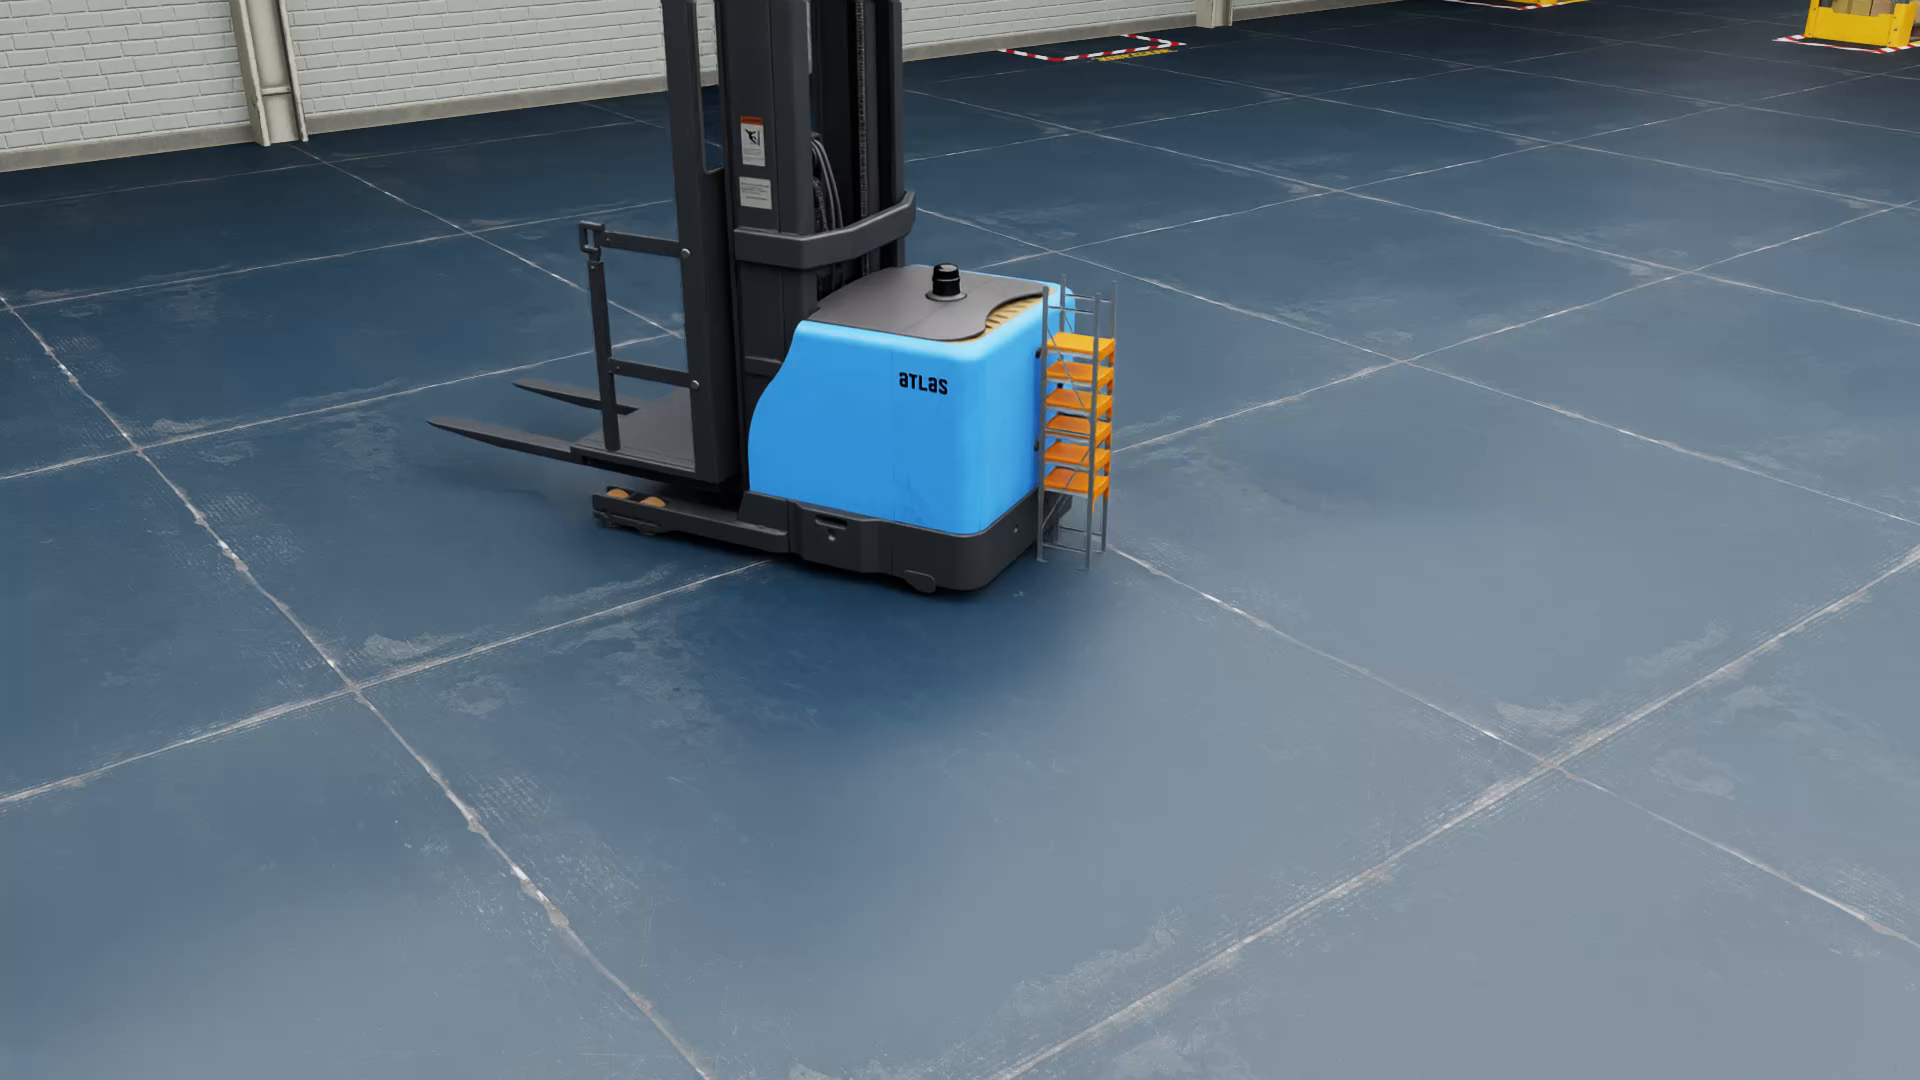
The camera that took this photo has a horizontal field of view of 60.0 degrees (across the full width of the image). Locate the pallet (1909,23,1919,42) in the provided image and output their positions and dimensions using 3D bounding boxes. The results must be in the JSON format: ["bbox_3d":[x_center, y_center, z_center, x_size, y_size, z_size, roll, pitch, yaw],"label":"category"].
[{"bbox_3d":[11.650,-6.483,20.967,1.213,0.211,1.003,-18,31,-34],"label":"pallet"}]

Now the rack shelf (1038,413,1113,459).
[{"bbox_3d":[0.476,-0.430,6.856,0.258,0.103,0.180,11,27,23],"label":"rack shelf"}]

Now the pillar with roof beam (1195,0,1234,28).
[{"bbox_3d":[5.966,-9.380,16.771,0.400,9.000,9.100,-18,31,-34],"label":"pillar with roof beam"}]

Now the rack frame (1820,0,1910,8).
[{"bbox_3d":[11.074,-7.535,19.922,0.127,3.000,1.000,-18,31,-34],"label":"rack frame"}]

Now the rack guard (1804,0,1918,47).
[{"bbox_3d":[11.055,-6.395,20.435,0.348,0.500,1.175,-18,31,-34],"label":"rack guard"}]

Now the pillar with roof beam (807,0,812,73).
[{"bbox_3d":[1.245,-7.821,13.413,0.400,9.000,9.100,-18,31,-34],"label":"pillar with roof beam"}]

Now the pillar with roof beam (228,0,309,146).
[{"bbox_3d":[-3.477,-6.263,10.054,0.400,9.000,9.100,-18,31,-34],"label":"pillar with roof beam"}]

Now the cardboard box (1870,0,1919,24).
[{"bbox_3d":[11.633,-6.544,20.554,0.500,0.250,0.500,-18,31,-34],"label":"cardboard box"}]

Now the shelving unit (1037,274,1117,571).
[{"bbox_3d":[0.476,-0.470,6.837,0.258,1.200,0.189,11,27,23],"label":"shelving unit"}]

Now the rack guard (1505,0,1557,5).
[{"bbox_3d":[8.074,-8.061,24.025,0.348,0.500,1.175,-18,31,-34],"label":"rack guard"}]

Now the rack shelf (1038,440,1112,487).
[{"bbox_3d":[0.476,-0.321,6.906,0.258,0.103,0.180,11,27,23],"label":"rack shelf"}]

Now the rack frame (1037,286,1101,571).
[{"bbox_3d":[0.437,-0.435,6.762,0.240,1.200,0.006,11,27,23],"label":"rack frame"}]

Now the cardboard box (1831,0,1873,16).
[{"bbox_3d":[11.314,-6.715,20.924,0.500,0.250,0.500,-18,31,-34],"label":"cardboard box"}]

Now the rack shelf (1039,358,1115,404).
[{"bbox_3d":[0.476,-0.647,6.755,0.258,0.103,0.180,11,27,23],"label":"rack shelf"}]

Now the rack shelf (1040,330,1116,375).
[{"bbox_3d":[0.476,-0.756,6.705,0.258,0.103,0.180,11,27,23],"label":"rack shelf"}]

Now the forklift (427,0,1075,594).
[{"bbox_3d":[-1.051,-1.532,7.070,3.031,2.935,1.130,12,28,24],"label":"forklift"}]

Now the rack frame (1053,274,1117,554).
[{"bbox_3d":[0.515,-0.505,6.912,0.240,1.200,0.006,11,27,23],"label":"rack frame"}]

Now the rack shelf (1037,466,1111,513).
[{"bbox_3d":[0.476,-0.212,6.957,0.258,0.103,0.180,11,27,23],"label":"rack shelf"}]

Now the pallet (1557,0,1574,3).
[{"bbox_3d":[8.735,-8.129,24.515,1.213,0.211,1.003,-18,31,-34],"label":"pallet"}]

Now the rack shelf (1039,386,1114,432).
[{"bbox_3d":[0.476,-0.539,6.806,0.258,0.103,0.180,11,27,23],"label":"rack shelf"}]
